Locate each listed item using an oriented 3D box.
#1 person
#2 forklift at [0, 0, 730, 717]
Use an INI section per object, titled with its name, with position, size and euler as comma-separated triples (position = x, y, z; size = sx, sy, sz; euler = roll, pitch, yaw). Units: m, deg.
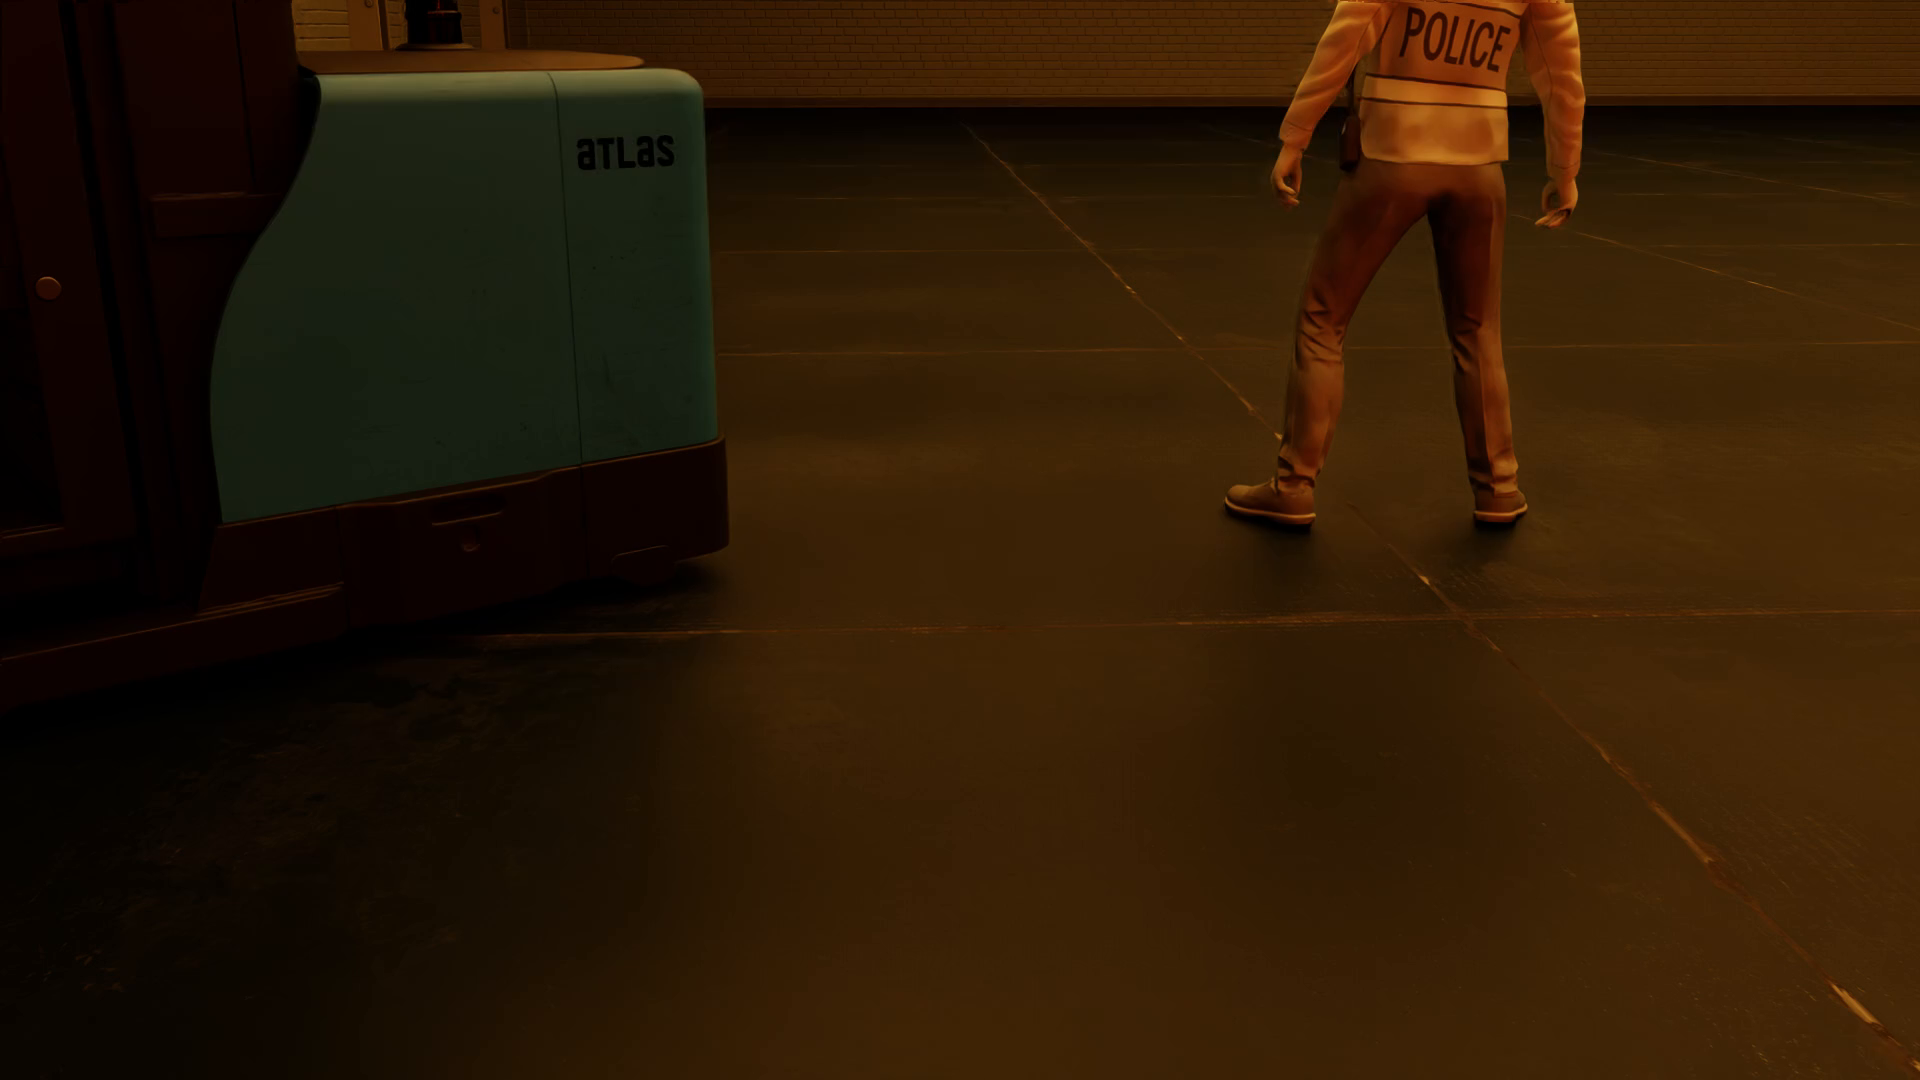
[person]
position = 1.085, -0.842, 3.910
size = 0.838, 1.630, 0.388
euler = -1, 17, -3
[forklift]
position = -1.979, -1.168, 2.727
size = 3.031, 2.935, 1.130
euler = -13, 21, -36
